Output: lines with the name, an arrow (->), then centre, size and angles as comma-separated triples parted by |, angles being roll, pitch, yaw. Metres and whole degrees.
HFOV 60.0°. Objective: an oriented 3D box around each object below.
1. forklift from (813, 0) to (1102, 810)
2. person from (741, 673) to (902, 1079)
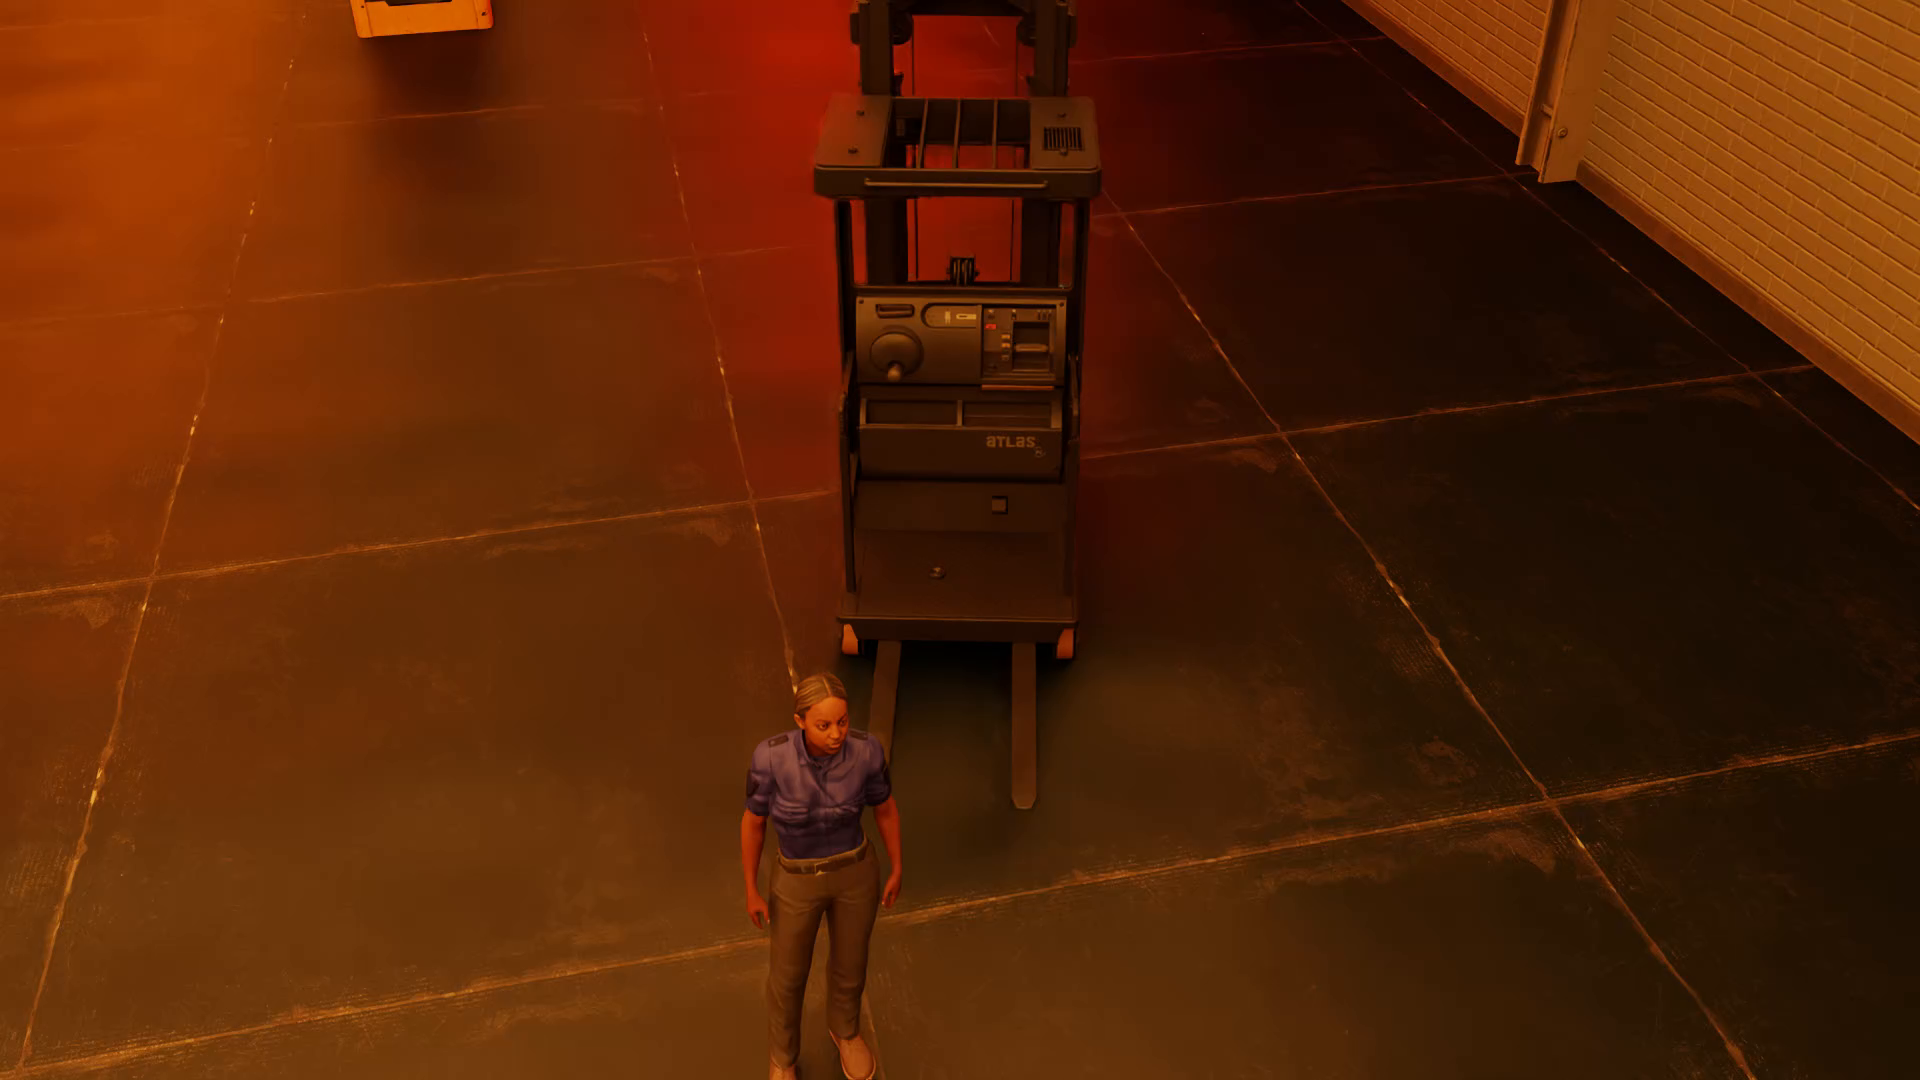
forklift -> 0.001, -0.820, 7.189 | 1.130, 2.935, 3.031 | 1, 36, 1
person -> -0.443, 1.178, 5.502 | 0.554, 1.661, 0.487 | -8, 37, -11
